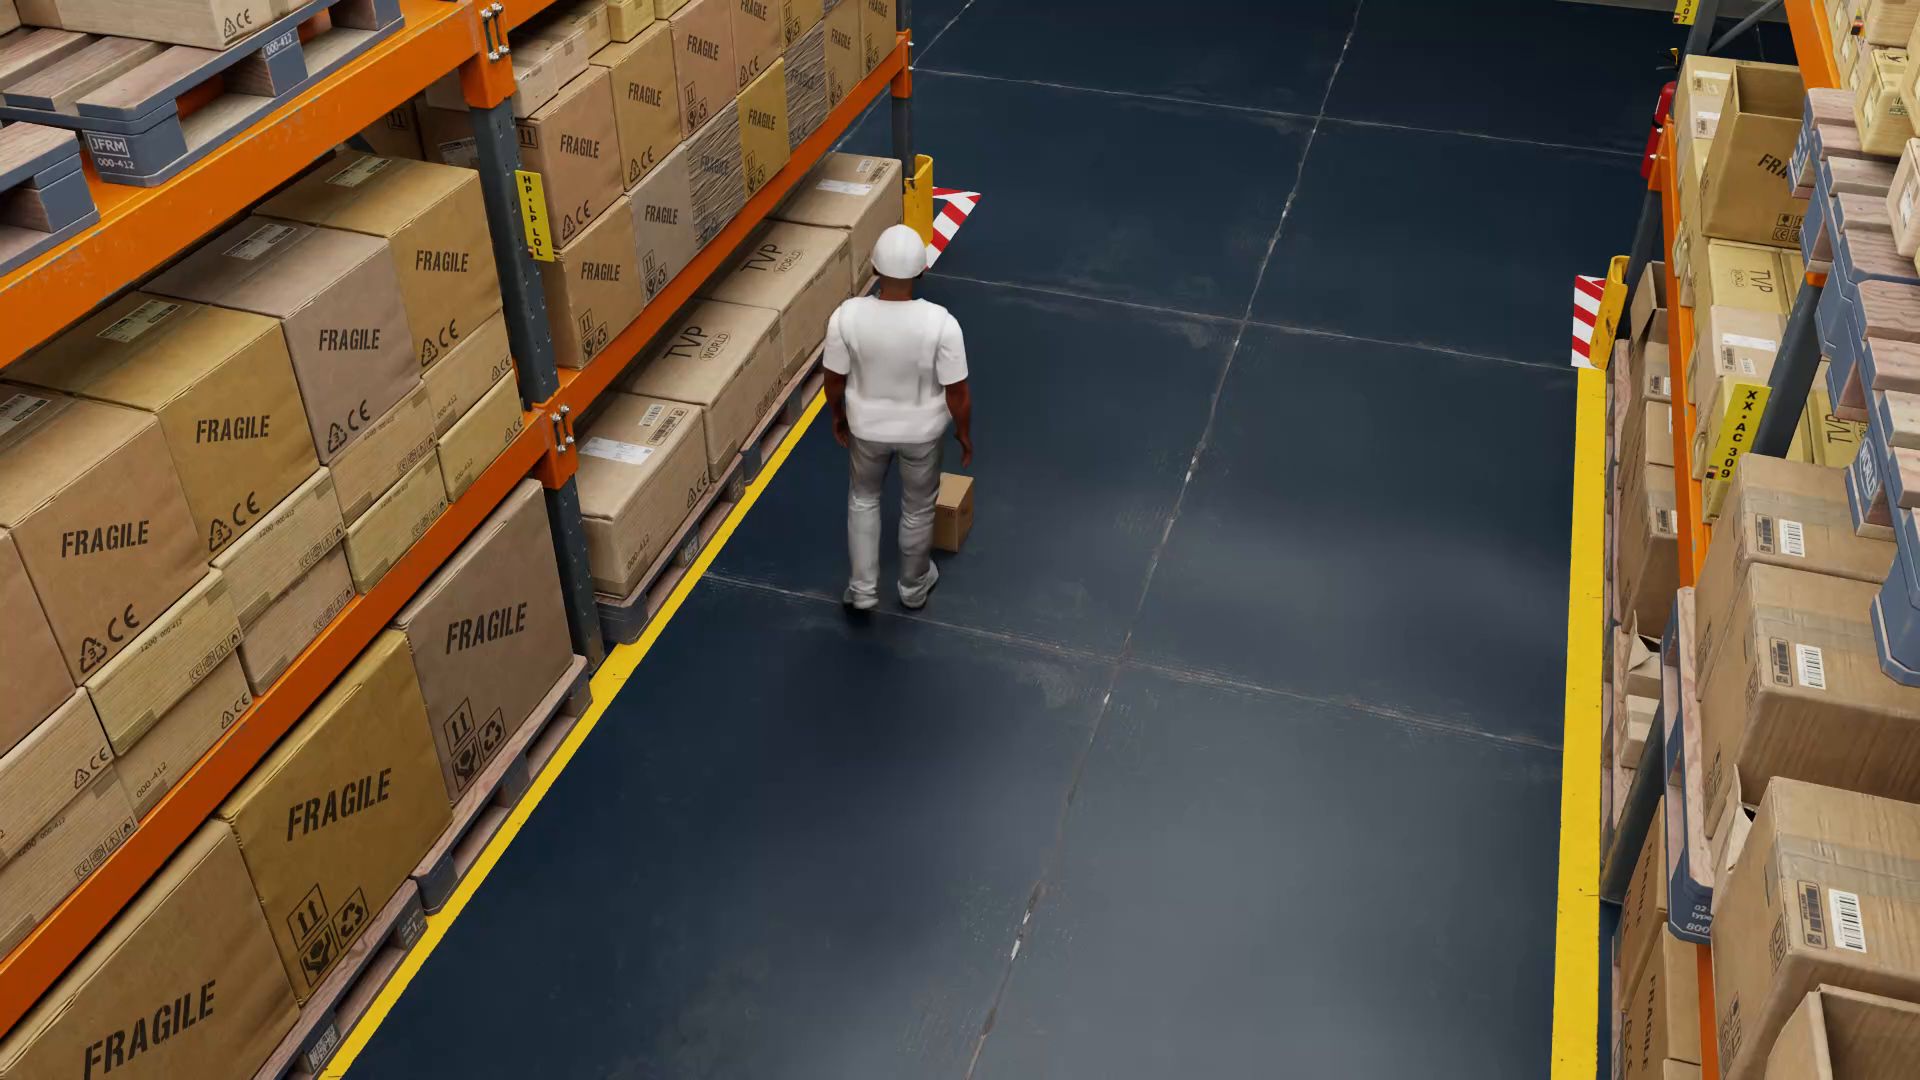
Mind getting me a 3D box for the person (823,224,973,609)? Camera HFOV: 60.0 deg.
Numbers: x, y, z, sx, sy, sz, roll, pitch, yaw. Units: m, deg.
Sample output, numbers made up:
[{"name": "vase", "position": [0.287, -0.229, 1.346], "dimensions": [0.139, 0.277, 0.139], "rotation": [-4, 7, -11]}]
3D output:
[{"name": "person", "position": [-0.242, -0.450, 6.728], "dimensions": [0.597, 1.794, 0.454], "rotation": [5, 37, 7]}]
